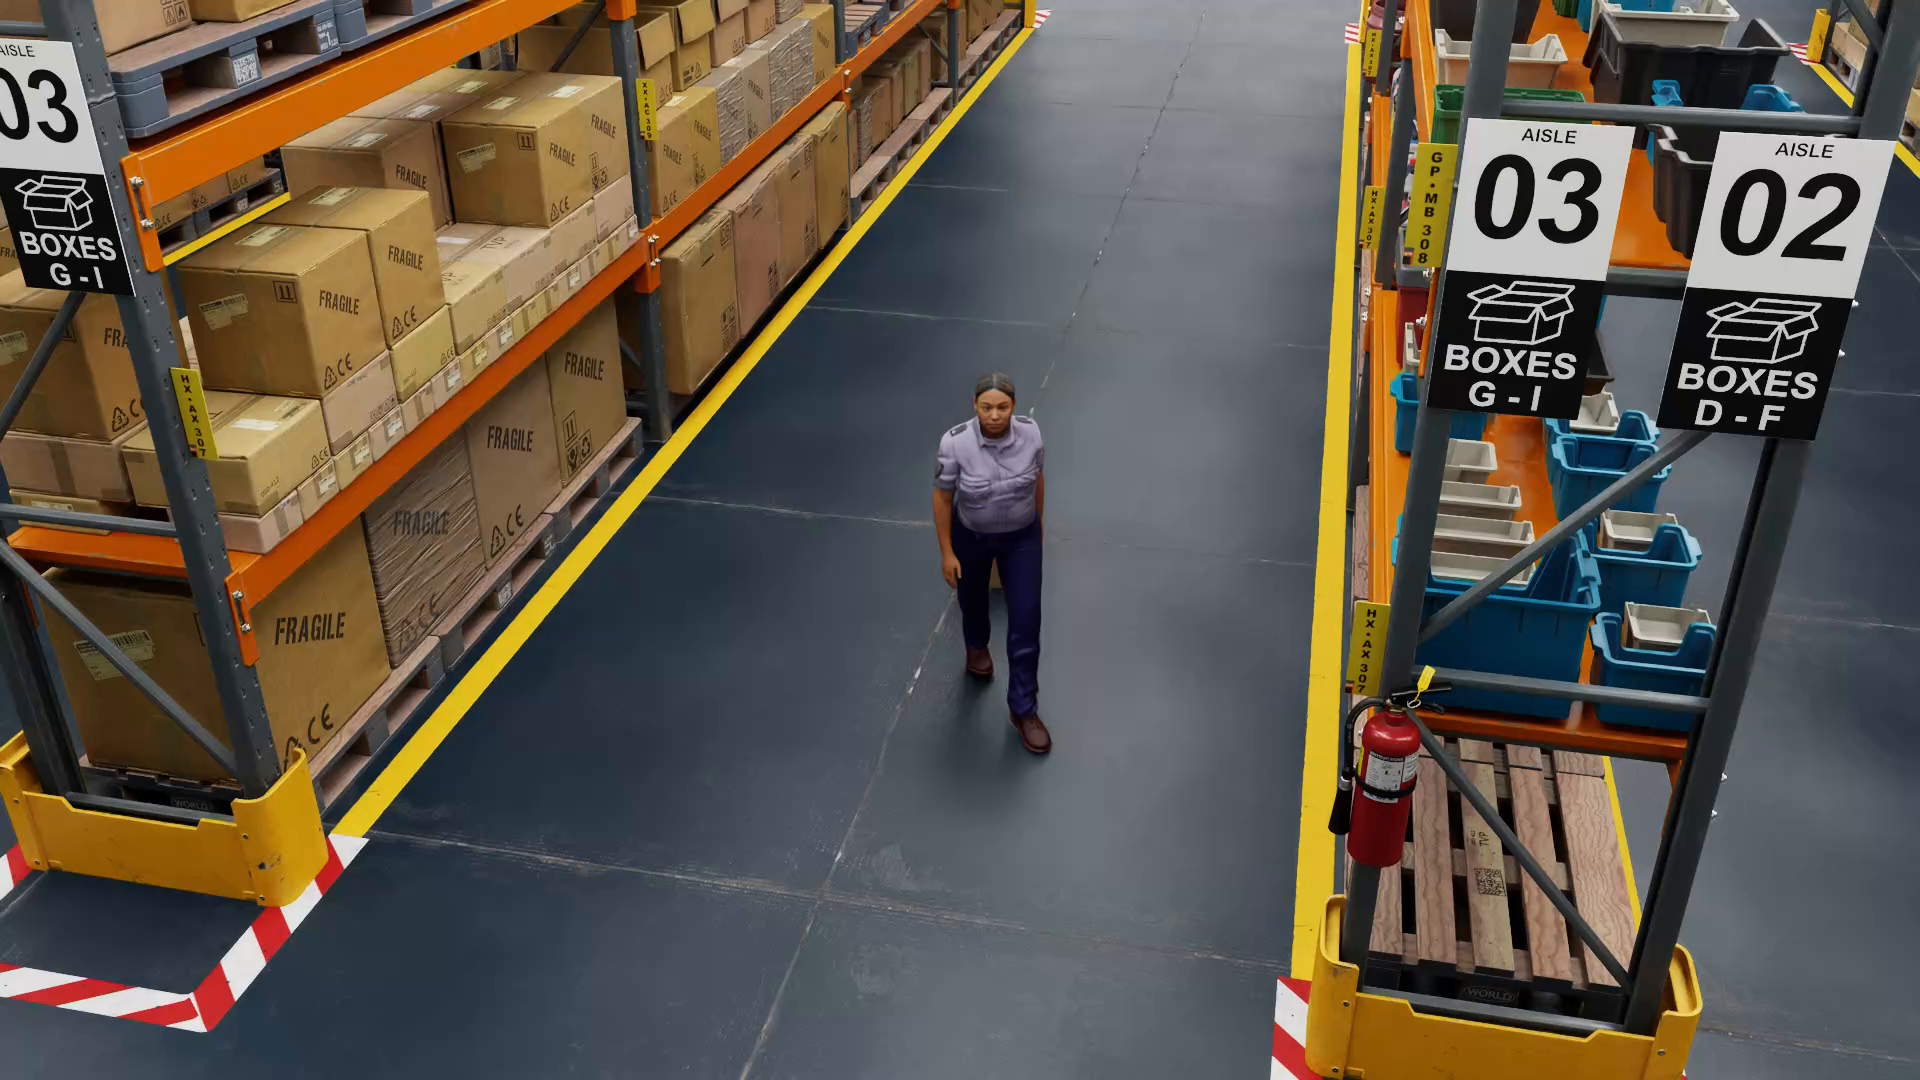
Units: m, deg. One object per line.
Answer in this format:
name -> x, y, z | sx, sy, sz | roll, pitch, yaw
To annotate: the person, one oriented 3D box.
person -> 0.136, 0.014, 7.110 | 0.506, 1.603, 0.892 | -2, 29, -4
